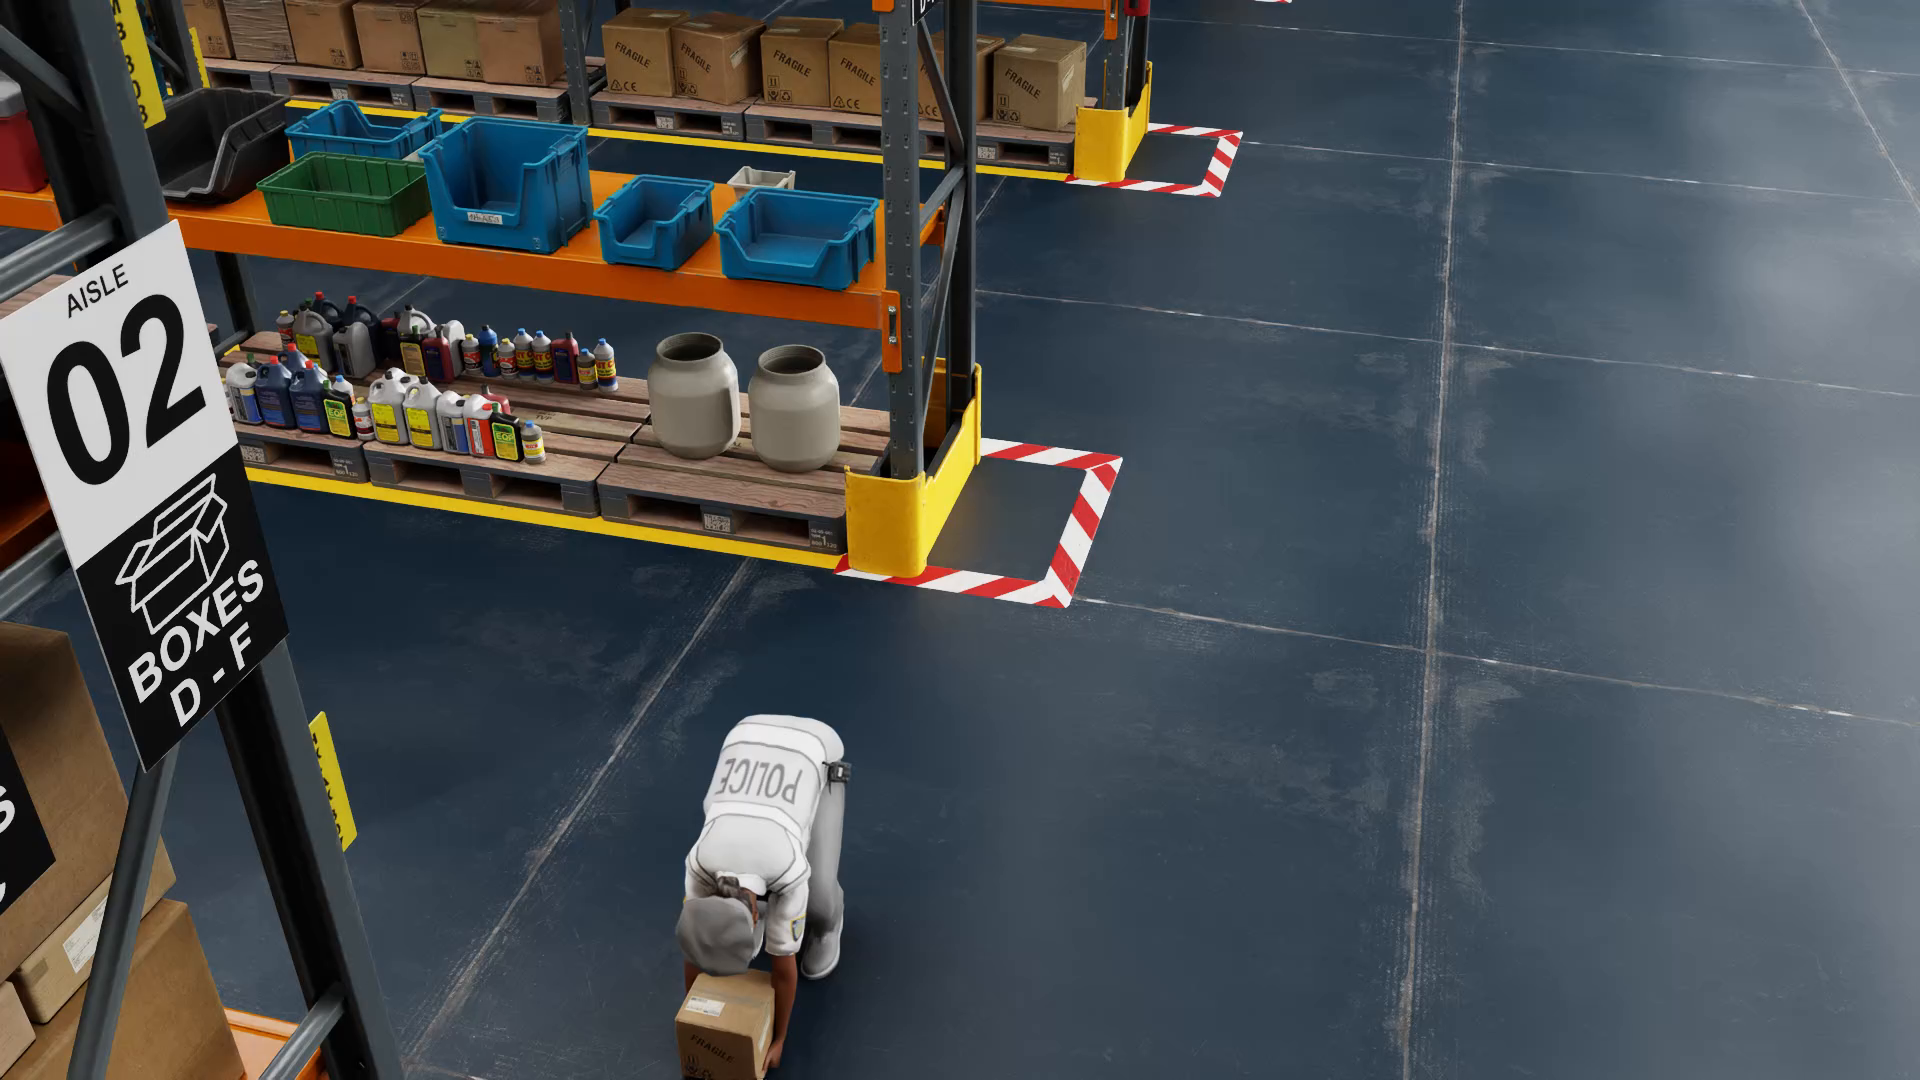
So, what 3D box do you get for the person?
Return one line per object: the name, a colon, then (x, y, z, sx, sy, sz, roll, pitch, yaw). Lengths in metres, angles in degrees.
person: (-0.614, 1.082, 5.221, 0.471, 0.857, 0.907, 7, 34, 10)
